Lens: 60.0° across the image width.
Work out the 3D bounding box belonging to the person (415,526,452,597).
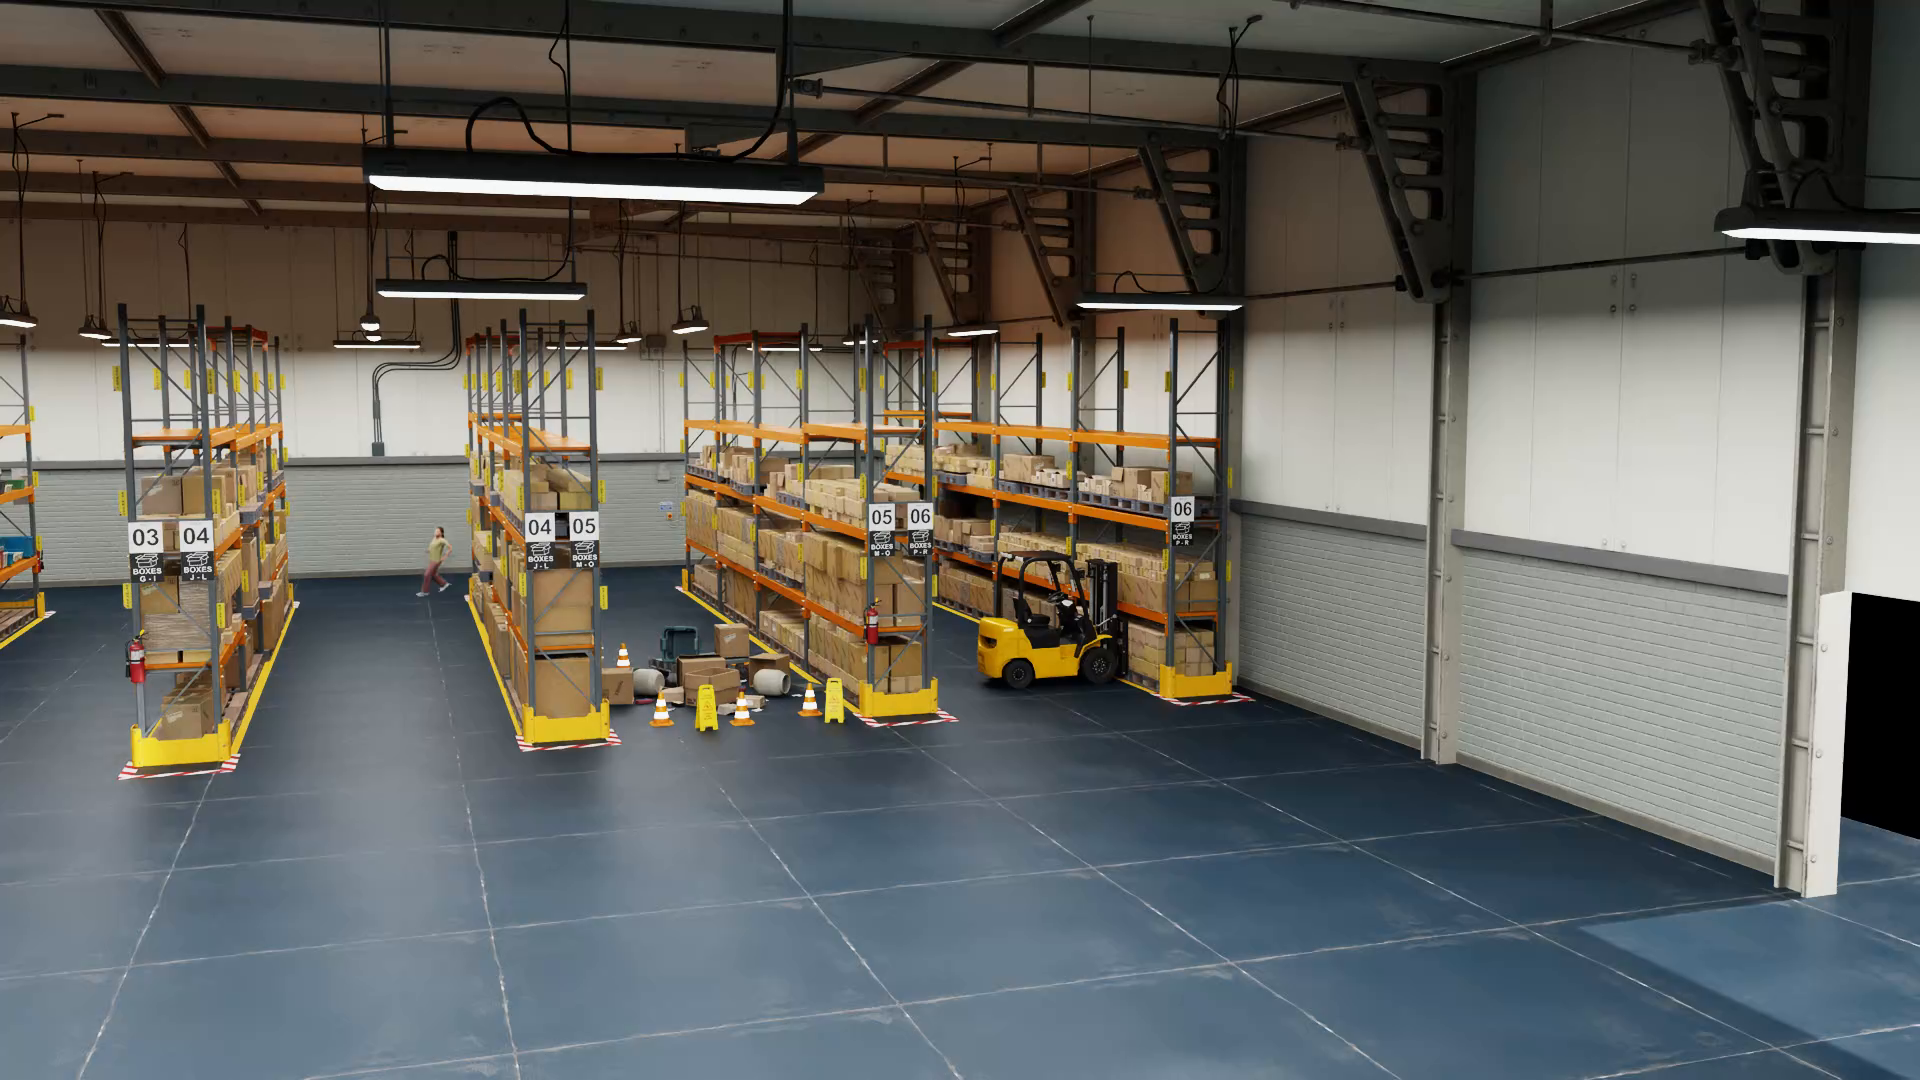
[{"bbox_3d":[-12.256,0.495,38.846,0.875,1.628,0.635,-5,8,-44],"label":"person"}]
